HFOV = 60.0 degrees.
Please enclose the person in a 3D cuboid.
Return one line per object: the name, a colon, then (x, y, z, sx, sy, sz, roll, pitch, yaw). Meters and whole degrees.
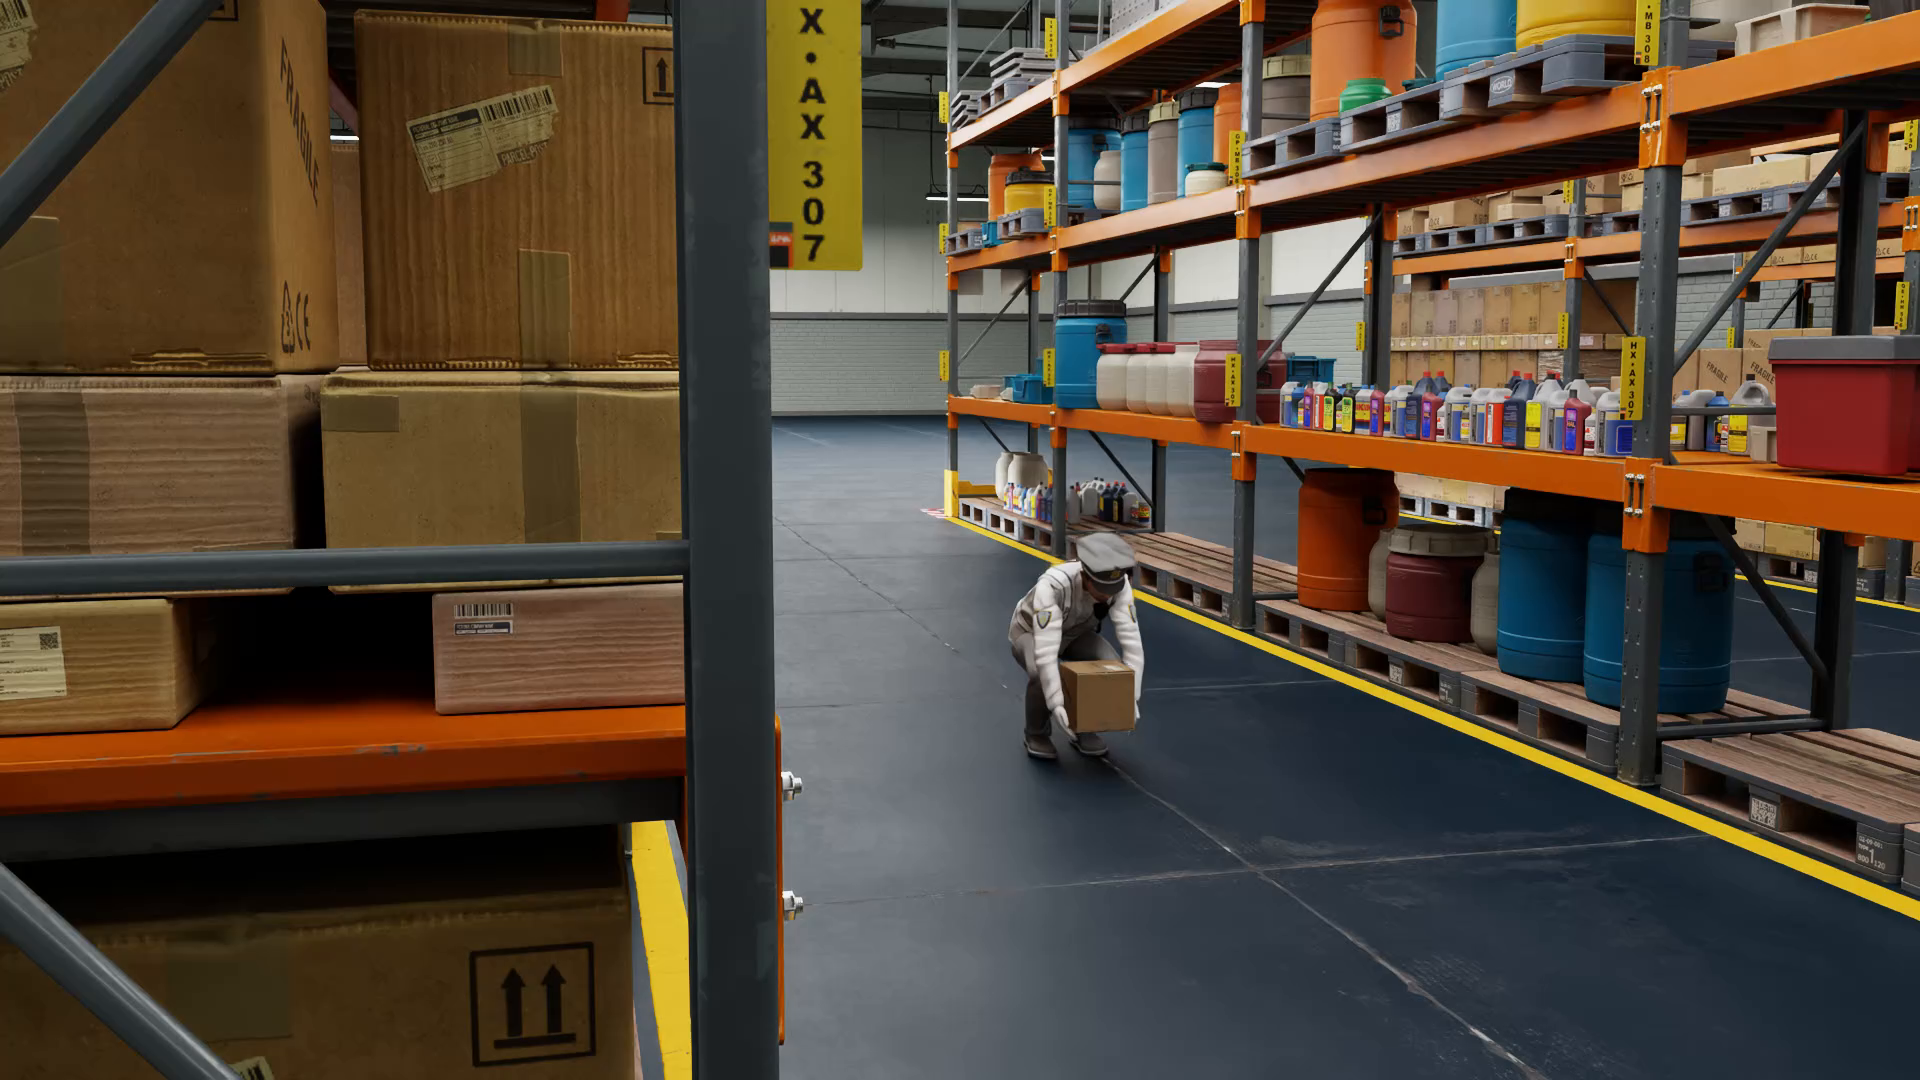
person: (0.505, 0.447, 7.206, 0.490, 0.995, 0.816, -2, 6, -14)
